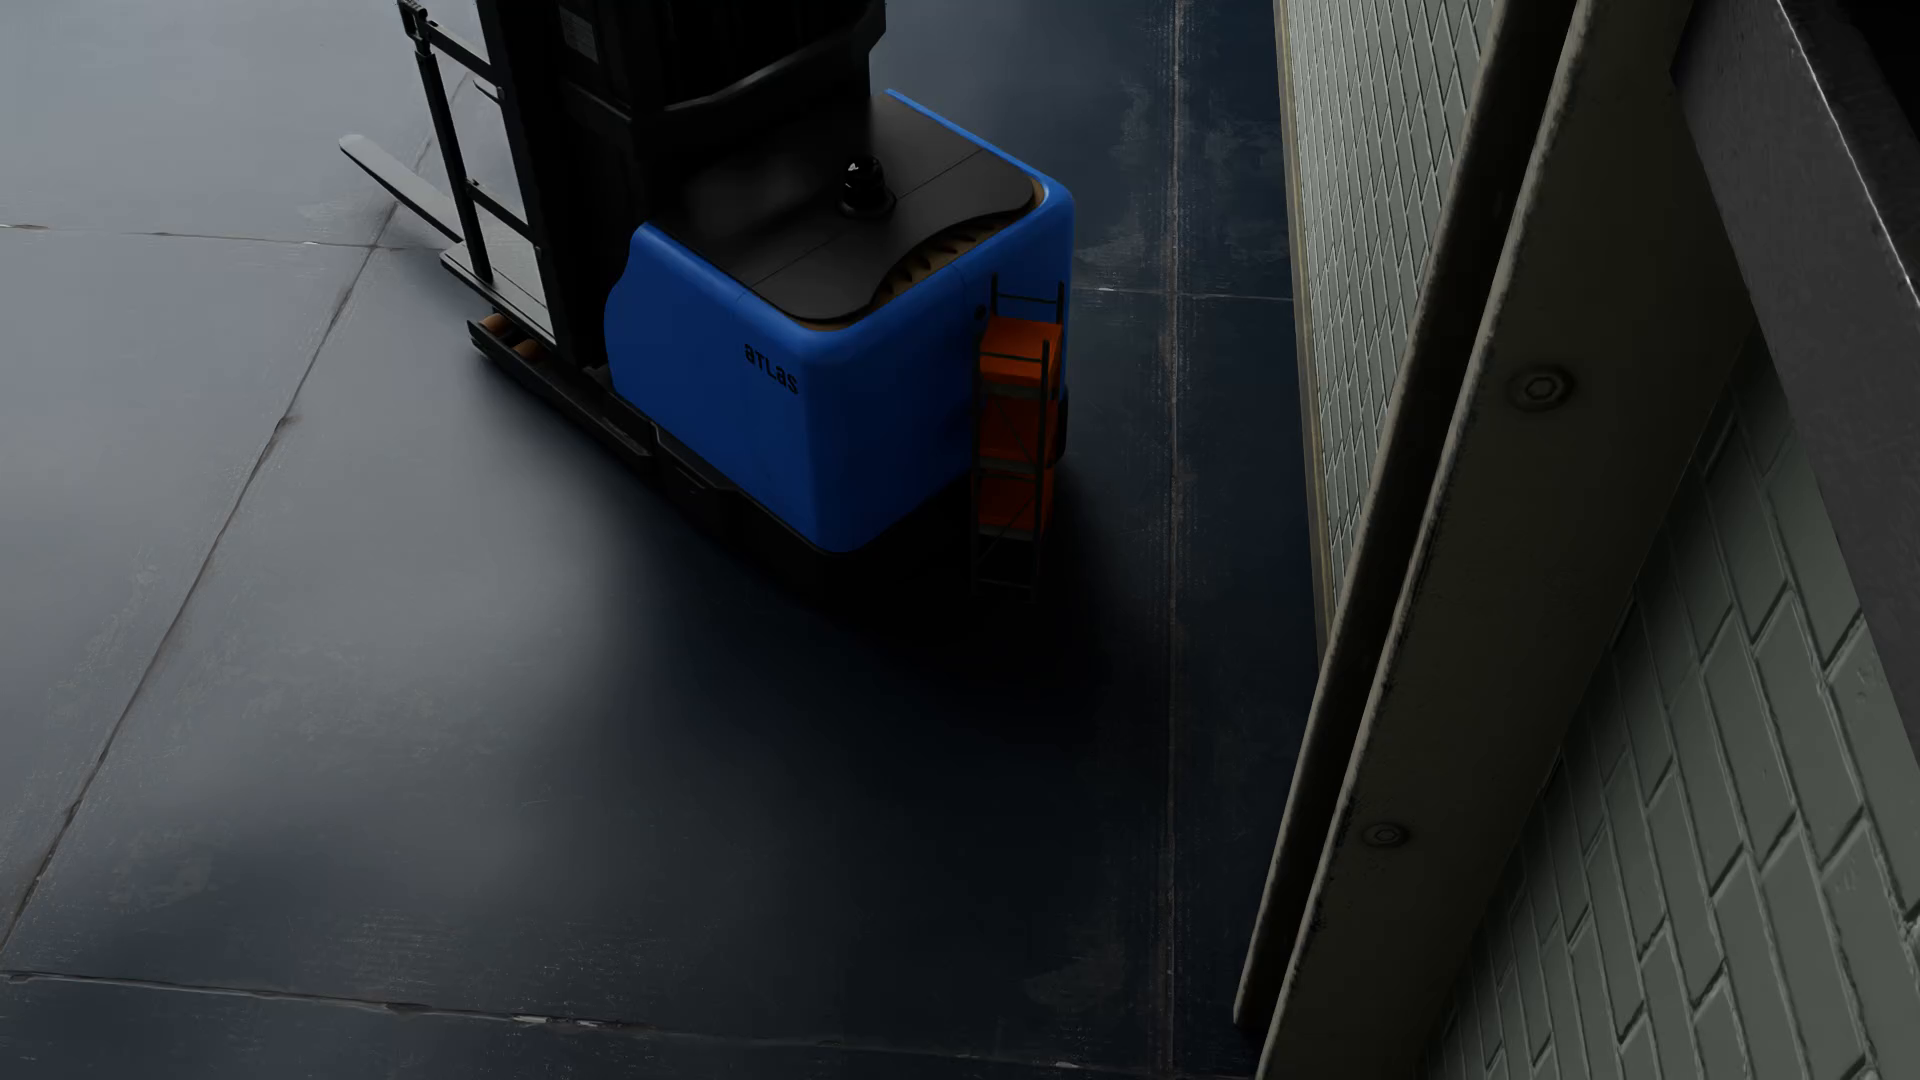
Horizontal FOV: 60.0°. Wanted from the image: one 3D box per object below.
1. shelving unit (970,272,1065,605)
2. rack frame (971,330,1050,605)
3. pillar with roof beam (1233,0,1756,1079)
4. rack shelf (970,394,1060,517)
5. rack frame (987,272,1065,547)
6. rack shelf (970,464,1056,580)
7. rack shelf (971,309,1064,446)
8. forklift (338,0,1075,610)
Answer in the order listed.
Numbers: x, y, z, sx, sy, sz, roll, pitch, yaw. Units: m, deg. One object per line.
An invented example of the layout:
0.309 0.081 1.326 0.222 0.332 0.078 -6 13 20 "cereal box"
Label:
0.158 -0.263 4.779 0.215 1.050 0.252 9 48 8 "shelving unit"
0.134 -0.175 4.698 0.200 1.050 0.008 9 48 8 "rack frame"
-3.463 -2.003 0.984 9.100 9.000 0.400 4 48 4 "pillar with roof beam"
0.158 -0.256 4.787 0.215 0.259 0.240 9 48 8 "rack shelf"
0.183 -0.351 4.859 0.200 1.050 0.008 9 48 8 "rack frame"
0.158 -0.068 4.992 0.215 0.259 0.240 9 48 8 "rack shelf"
0.158 -0.447 4.577 0.215 0.259 0.240 9 48 8 "rack shelf"
-1.059 -1.757 4.870 3.031 2.935 1.130 36 57 28 "forklift"
